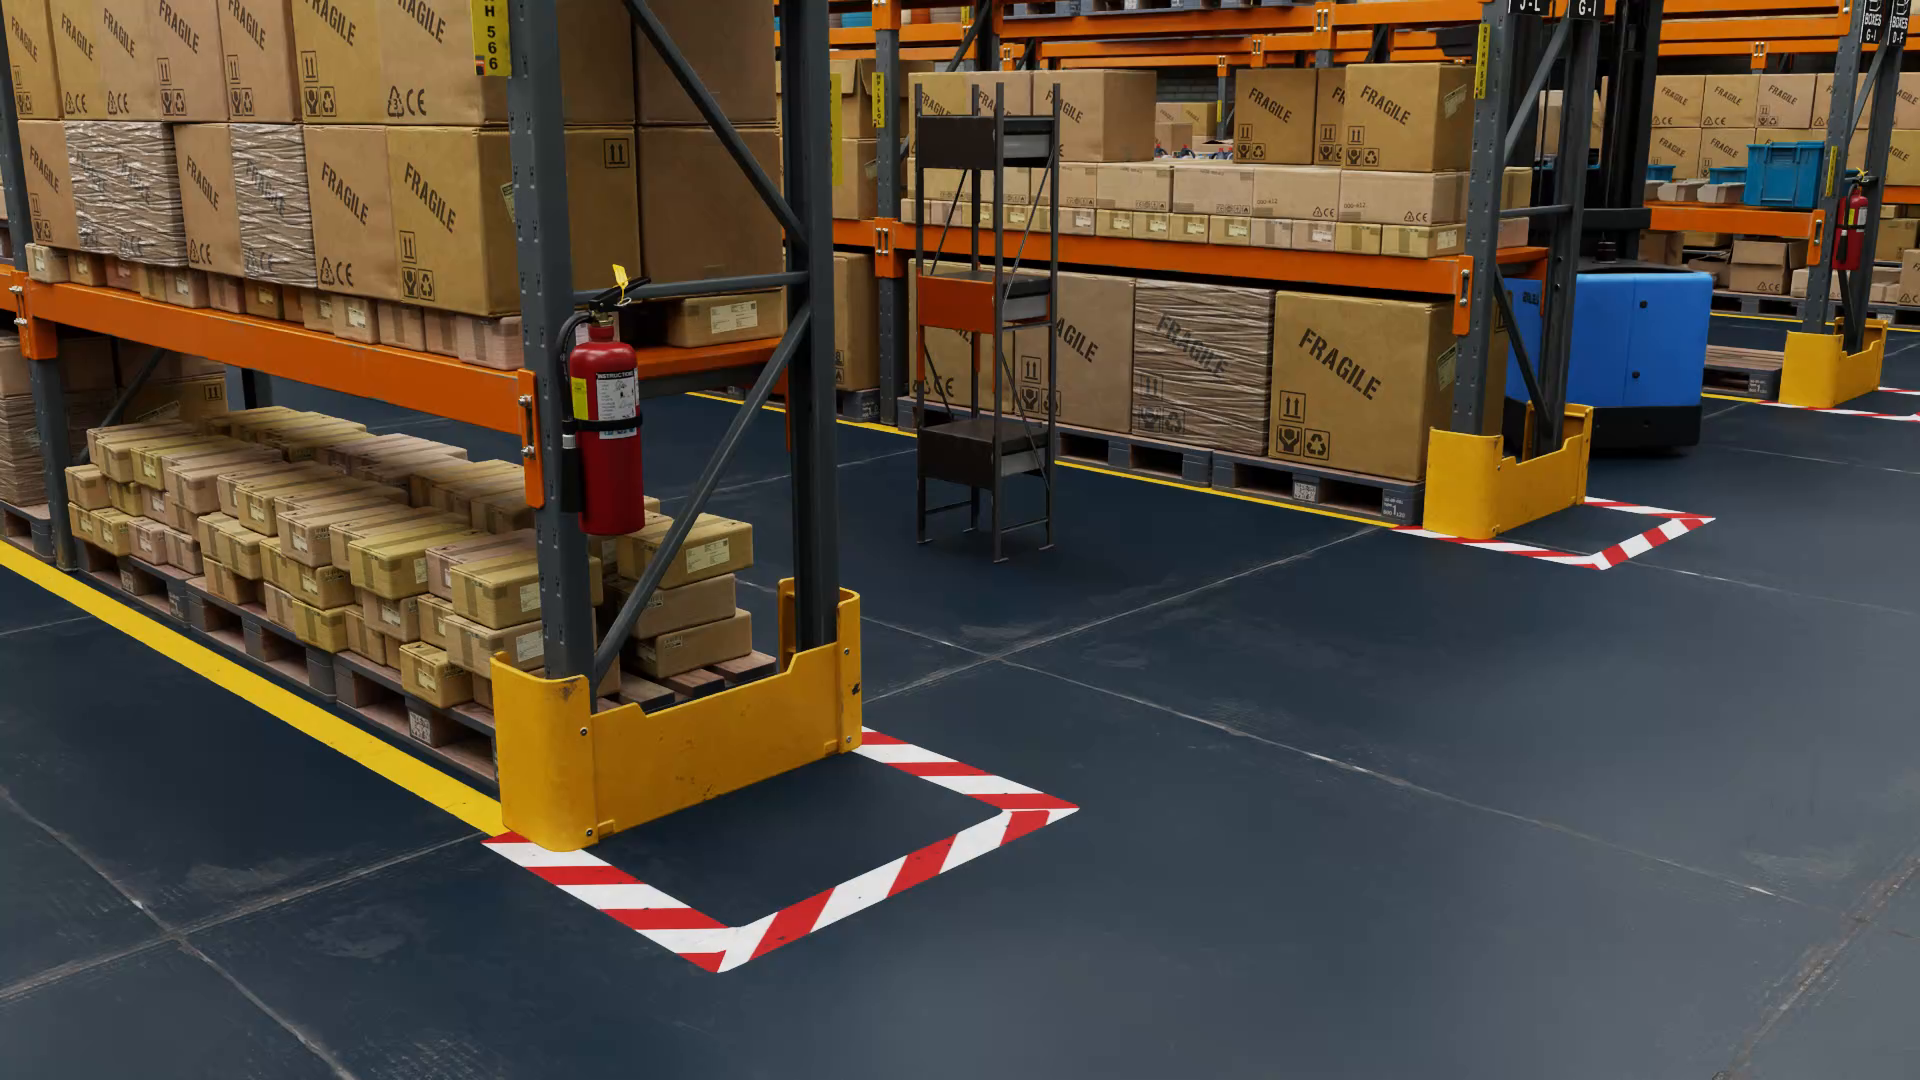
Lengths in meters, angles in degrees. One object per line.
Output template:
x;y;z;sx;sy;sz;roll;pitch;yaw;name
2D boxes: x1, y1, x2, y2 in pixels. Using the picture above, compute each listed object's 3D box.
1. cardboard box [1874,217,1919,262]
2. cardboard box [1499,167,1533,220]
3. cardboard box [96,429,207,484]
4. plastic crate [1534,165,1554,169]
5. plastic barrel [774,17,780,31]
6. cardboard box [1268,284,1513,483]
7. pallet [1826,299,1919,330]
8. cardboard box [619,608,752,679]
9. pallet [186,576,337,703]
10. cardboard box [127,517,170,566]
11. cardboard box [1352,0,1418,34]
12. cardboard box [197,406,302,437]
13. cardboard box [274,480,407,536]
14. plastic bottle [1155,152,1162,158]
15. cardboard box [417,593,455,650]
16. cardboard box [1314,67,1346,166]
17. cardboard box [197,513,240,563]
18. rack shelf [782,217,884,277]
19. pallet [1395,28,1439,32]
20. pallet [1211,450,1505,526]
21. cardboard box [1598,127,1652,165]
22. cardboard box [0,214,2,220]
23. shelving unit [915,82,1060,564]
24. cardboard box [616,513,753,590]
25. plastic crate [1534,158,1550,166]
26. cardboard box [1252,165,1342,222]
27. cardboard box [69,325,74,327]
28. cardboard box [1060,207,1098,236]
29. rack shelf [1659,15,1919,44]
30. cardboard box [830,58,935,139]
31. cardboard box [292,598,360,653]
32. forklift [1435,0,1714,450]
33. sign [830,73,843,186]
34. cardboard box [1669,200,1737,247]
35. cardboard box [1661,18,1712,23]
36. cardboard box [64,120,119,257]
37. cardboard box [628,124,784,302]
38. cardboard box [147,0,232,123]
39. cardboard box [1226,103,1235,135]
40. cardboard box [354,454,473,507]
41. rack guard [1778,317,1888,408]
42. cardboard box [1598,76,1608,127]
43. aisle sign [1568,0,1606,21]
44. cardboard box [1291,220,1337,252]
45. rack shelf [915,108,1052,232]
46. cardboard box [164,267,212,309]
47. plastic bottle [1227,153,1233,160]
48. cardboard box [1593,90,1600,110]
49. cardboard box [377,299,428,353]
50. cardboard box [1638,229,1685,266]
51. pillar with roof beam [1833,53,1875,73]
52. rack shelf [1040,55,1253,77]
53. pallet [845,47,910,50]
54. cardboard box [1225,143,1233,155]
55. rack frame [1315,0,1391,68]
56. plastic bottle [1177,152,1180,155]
11.379;-3.647;20.104;0.700;0.500;0.500;-14;20;-43;cardboard box
2.592;-1.789;8.555;0.500;0.250;0.500;13;19;41;cardboard box
-3.384;-0.356;6.992;0.380;0.149;0.250;-13;20;-41;cardboard box
4.531;-2.744;12.728;0.300;0.233;0.416;14;20;42;plastic crate
-1.934;-6.228;18.942;0.708;0.901;0.600;14;20;42;plastic barrel
2.233;-0.857;8.652;0.875;0.875;0.875;14;20;42;cardboard box
8.999;-2.185;15.899;1.213;0.211;1.003;14;20;42;pallet
-0.921;0.325;5.557;0.380;0.149;0.250;-14;20;-43;cardboard box
-2.255;0.272;6.468;1.213;0.211;1.003;14;20;42;pallet
-3.200;-0.023;6.891;0.250;0.149;0.380;14;20;42;cardboard box
4.948;-6.031;18.983;0.500;0.500;0.910;14;20;42;cardboard box
-3.208;-0.498;7.536;0.380;0.149;0.250;-14;20;-43;cardboard box
-2.226;-0.096;5.995;0.250;0.149;0.380;13;19;40;cardboard box
1.872;-3.575;15.935;0.133;0.283;0.061;14;20;42;plastic bottle
-1.495;0.235;5.314;0.250;0.149;0.380;13;19;41;cardboard box
2.232;-2.239;8.796;0.500;0.500;0.500;13;19;41;cardboard box
-2.650;-0.028;6.321;0.250;0.149;0.380;13;20;42;cardboard box
-1.570;-2.286;12.184;4.000;0.370;1.077;14;20;42;rack shelf
5.579;-5.750;18.475;1.003;0.211;1.213;14;20;42;pallet
2.120;-0.361;8.897;1.213;0.211;1.003;14;20;42;pallet
6.927;-3.991;17.104;0.500;0.500;0.500;-14;20;-43;cardboard box
-4.256;-1.562;7.644;0.250;0.149;0.380;14;20;43;cardboard box
0.119;-0.987;7.556;0.503;2.100;0.431;14;20;42;shelving unit
-0.907;0.033;5.496;0.250;0.149;0.380;13;19;40;cardboard box
4.279;-2.854;13.054;0.530;0.282;0.437;14;20;42;plastic crate
1.852;-1.781;8.526;0.500;0.250;0.500;13;20;41;cardboard box
-4.379;-1.028;8.567;0.500;0.250;0.500;-14;20;-43;cardboard box
0.786;-1.824;9.481;0.250;0.149;0.380;14;20;43;cardboard box
8.189;-4.835;16.017;4.000;0.370;1.077;14;20;42;rack shelf
-0.595;-2.928;11.034;0.637;0.503;0.797;13;19;41;cardboard box
-2.089;0.258;5.815;0.250;0.149;0.380;13;19;40;cardboard box
3.711;-2.269;10.828;1.130;2.935;3.031;-1;15;-5;forklift
-0.389;-1.219;4.945;0.005;0.325;0.100;14;20;42;sign
9.626;-4.235;21.666;0.750;0.750;0.750;14;20;43;cardboard box
7.284;-5.242;16.451;0.500;0.250;0.500;14;20;42;cardboard box
-3.103;-1.376;6.477;0.500;0.500;0.500;14;20;42;cardboard box
-0.897;-1.023;5.120;0.500;0.500;0.500;-13;20;-42;cardboard box
-2.396;-1.683;5.670;0.500;0.500;0.500;13;19;40;cardboard box
4.232;-6.802;26.858;0.500;0.500;0.500;13;19;41;cardboard box
-2.116;-0.220;6.468;0.250;0.149;0.380;14;20;42;cardboard box
6.214;-1.272;11.822;0.348;0.500;1.175;14;20;42;rack guard
6.893;-4.480;16.997;0.500;0.500;0.500;-14;20;-43;cardboard box
3.010;-2.884;7.896;0.004;0.787;0.394;14;20;42;aisle sign
1.896;-1.555;8.448;0.250;0.149;0.380;14;20;42;cardboard box
0.119;-1.651;7.383;0.480;0.518;0.431;14;20;42;rack shelf
-2.687;-0.949;6.125;0.380;0.149;0.250;-13;20;-42;cardboard box
2.419;-3.261;14.596;0.185;0.351;0.144;14;20;42;plastic bottle
8.575;-5.851;22.124;0.500;0.250;0.500;13;20;41;cardboard box
-1.541;-0.677;5.081;0.250;0.149;0.380;13;20;42;cardboard box
7.356;-3.037;17.723;0.500;0.500;0.500;14;20;42;cardboard box
8.301;-7.138;17.479;0.400;9.000;9.100;14;20;42;pillar with roof beam
2.986;-7.835;27.531;4.000;0.370;1.077;14;20;42;rack shelf
-1.399;-7.462;24.848;1.213;0.211;1.003;14;20;42;pallet
3.638;-4.810;20.621;0.500;0.311;0.500;-13;19;-41;cardboard box
3.308;-3.183;14.200;0.127;3.000;1.000;14;20;42;rack frame
2.068;-3.578;15.946;0.133;0.283;0.061;14;20;42;plastic bottle
